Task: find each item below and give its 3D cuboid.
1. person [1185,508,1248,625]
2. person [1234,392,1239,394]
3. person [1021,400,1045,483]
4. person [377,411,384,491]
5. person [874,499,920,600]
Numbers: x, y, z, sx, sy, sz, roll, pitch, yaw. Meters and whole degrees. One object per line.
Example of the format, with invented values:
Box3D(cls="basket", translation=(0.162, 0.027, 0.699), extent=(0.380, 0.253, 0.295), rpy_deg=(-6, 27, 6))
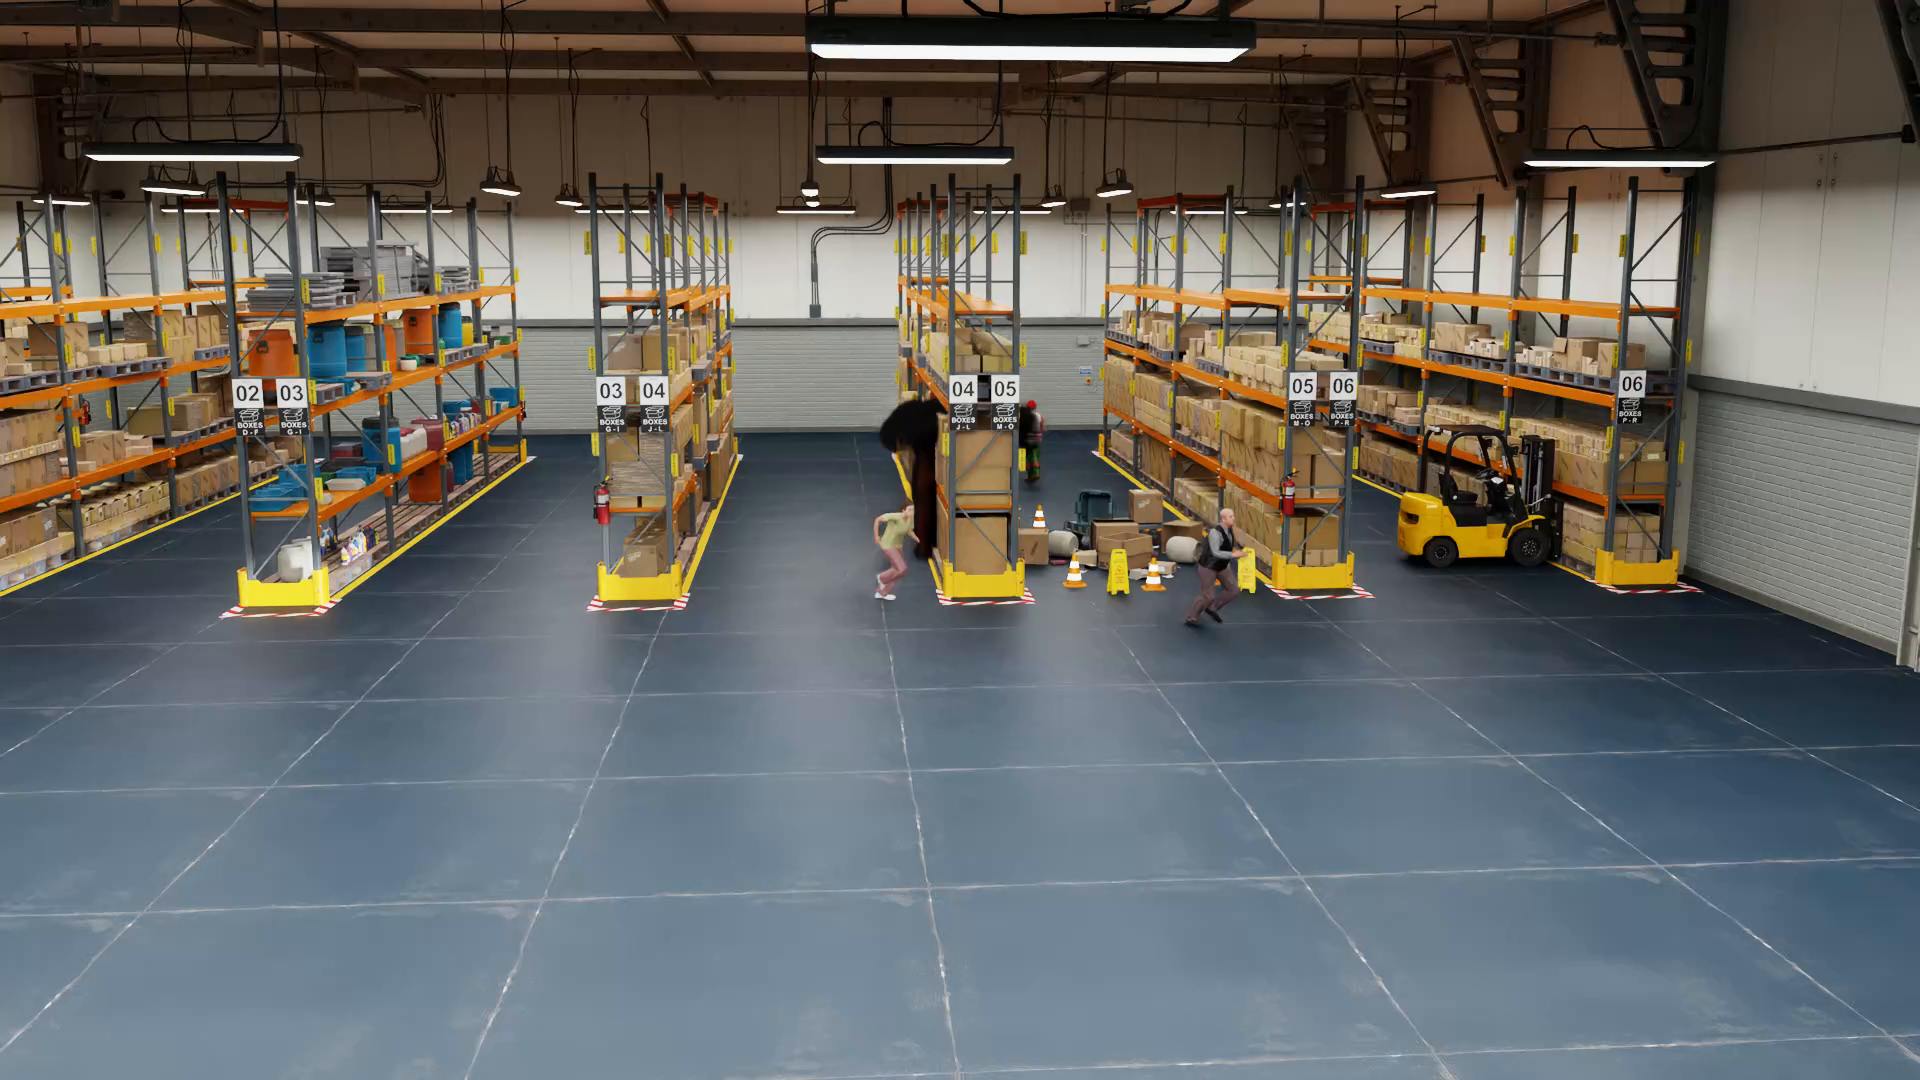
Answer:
Box3D(cls="person", translation=(3.402, 0.362, 21.940), extent=(0.898, 1.615, 0.656), rpy_deg=(7, 12, 36))
Box3D(cls="person", translation=(6.614, -2.610, 38.768), extent=(0.598, 1.660, 0.831), rpy_deg=(-8, 13, -38))
Box3D(cls="person", translation=(1.595, -2.080, 35.378), extent=(0.620, 1.764, 0.855), rpy_deg=(-4, 11, -20))
Box3D(cls="person", translation=(-11.924, -1.902, 34.410), extent=(0.668, 1.657, 0.713), rpy_deg=(-3, 10, -15))
Box3D(cls="person", translation=(-0.925, 0.147, 23.566), extent=(0.786, 1.500, 0.605), rpy_deg=(9, 13, 41))
